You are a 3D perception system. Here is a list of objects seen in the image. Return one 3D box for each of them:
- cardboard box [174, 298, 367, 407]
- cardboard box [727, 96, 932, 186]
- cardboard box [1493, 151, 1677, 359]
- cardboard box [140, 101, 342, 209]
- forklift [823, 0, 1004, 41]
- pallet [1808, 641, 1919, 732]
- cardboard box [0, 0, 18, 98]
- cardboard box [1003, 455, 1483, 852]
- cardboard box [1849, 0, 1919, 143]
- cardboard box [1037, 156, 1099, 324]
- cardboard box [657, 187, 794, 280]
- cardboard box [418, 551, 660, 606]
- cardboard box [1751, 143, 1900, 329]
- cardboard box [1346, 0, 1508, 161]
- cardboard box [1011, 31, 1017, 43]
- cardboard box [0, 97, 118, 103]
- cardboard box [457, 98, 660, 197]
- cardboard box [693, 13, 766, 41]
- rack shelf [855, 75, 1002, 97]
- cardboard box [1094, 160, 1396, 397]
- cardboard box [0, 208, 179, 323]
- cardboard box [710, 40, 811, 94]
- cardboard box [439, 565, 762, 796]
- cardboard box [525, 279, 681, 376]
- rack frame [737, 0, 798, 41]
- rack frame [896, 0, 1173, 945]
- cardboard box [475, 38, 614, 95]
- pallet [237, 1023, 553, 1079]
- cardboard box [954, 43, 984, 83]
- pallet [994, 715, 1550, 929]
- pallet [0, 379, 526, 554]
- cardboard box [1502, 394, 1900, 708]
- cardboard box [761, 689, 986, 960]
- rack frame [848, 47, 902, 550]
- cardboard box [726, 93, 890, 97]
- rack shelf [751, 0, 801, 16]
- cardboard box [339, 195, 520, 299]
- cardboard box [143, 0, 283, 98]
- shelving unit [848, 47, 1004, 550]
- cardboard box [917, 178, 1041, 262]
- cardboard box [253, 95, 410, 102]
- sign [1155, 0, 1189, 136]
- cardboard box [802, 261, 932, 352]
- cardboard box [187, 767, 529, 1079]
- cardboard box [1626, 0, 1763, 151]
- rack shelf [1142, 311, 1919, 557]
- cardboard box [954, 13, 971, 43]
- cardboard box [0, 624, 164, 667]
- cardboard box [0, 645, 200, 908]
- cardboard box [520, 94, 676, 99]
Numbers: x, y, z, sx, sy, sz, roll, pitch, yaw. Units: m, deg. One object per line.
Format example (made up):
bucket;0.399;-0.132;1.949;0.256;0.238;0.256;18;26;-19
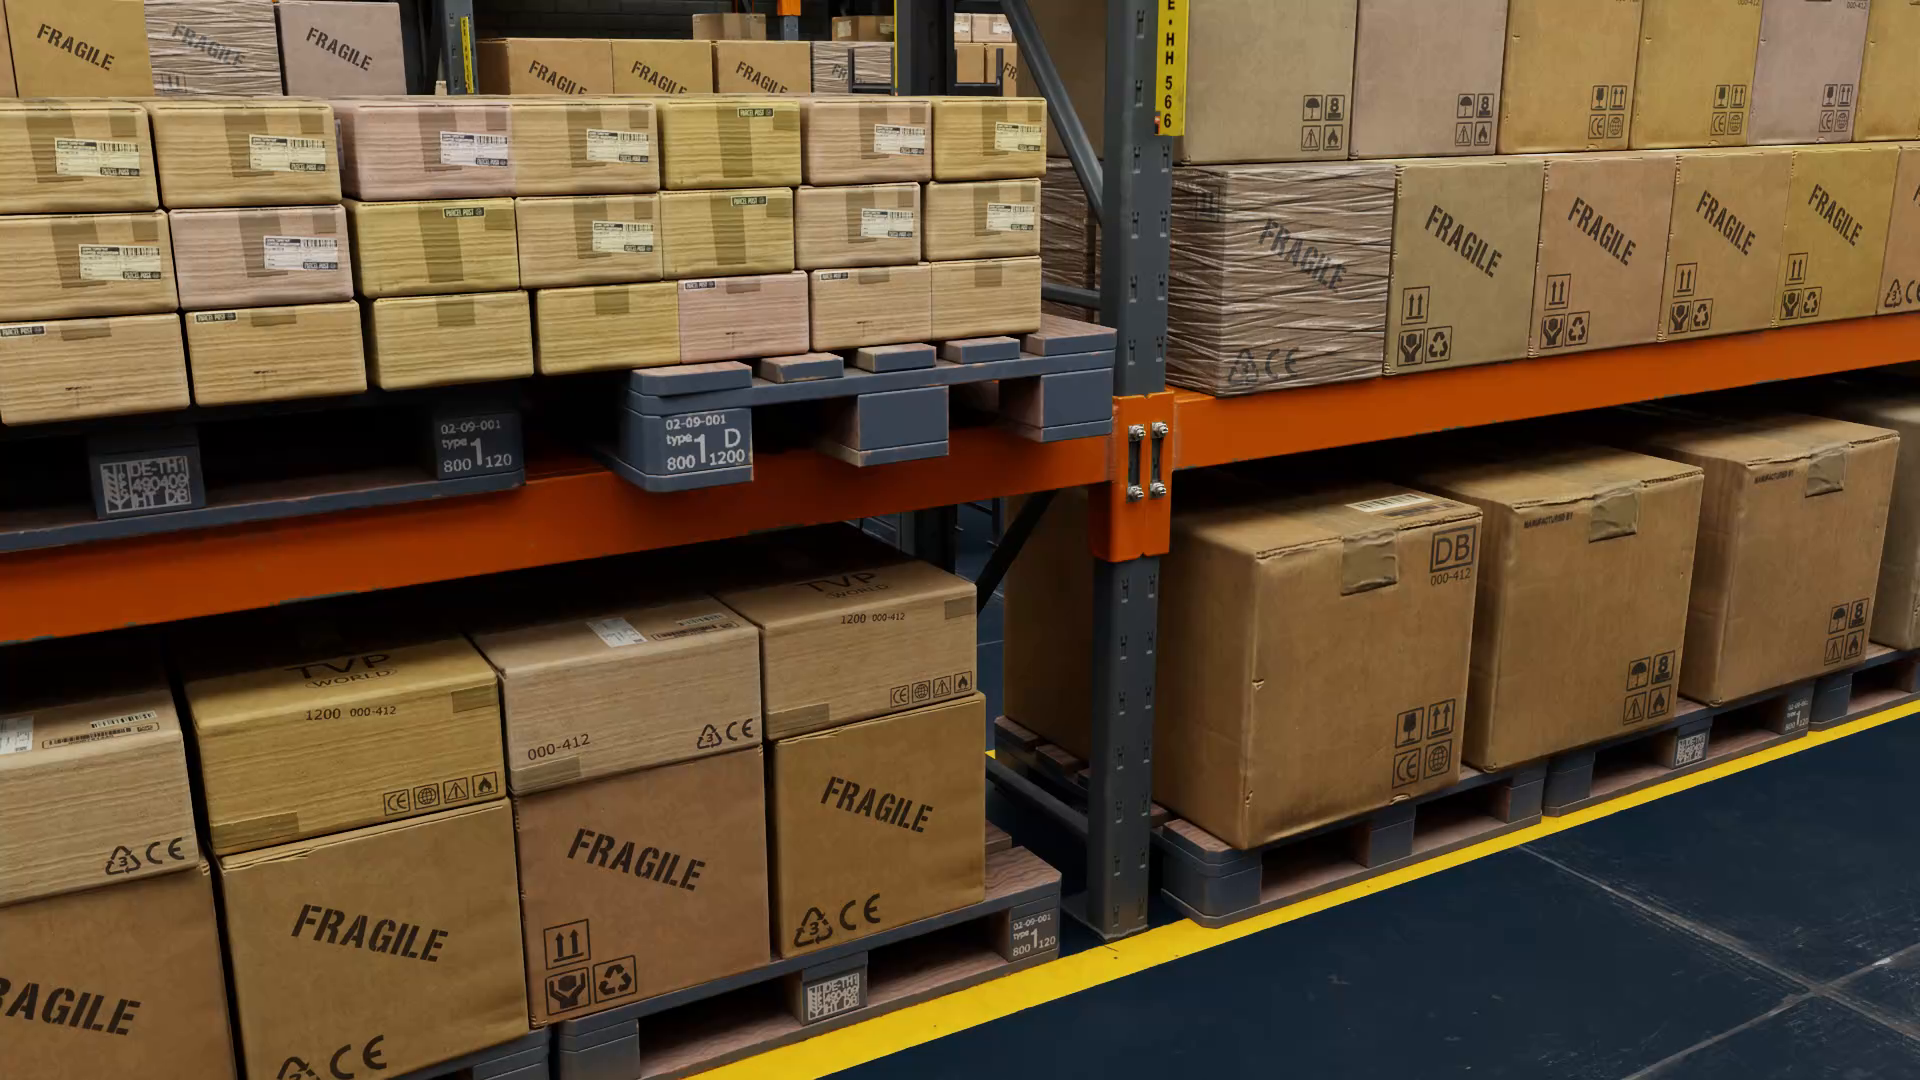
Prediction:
cardboard box;-1.143;-0.332;2.726;0.250;0.149;0.380;-9;18;-28
cardboard box;-0.255;-0.762;3.157;0.250;0.149;0.380;-9;18;-30
cardboard box;1.536;-0.793;4.495;0.500;0.500;0.500;-9;18;-30
cardboard box;-1.148;-0.617;2.640;0.250;0.149;0.380;-8;18;-27
forklift;-0.158;-2.828;12.069;3.031;2.935;1.130;-9;18;-30
pallet;2.952;0.308;5.919;1.213;0.211;1.003;-9;18;-30
cardboard box;-4.101;-1.922;6.672;0.500;0.500;0.500;-10;18;-31
cardboard box;0.714;0.214;4.479;0.750;0.750;1.050;-9;18;-30
cardboard box;2.712;-1.546;5.331;0.500;0.500;0.700;-10;18;-31
cardboard box;0.393;-0.776;4.436;0.500;0.500;0.500;-9;18;-30
cardboard box;-0.496;-0.579;3.054;0.250;0.149;0.380;-9;18;-28
cardboard box;-1.005;0.148;3.790;0.500;0.250;0.500;-9;18;-30
cardboard box;2.398;-0.932;4.994;0.500;0.500;0.500;-9;18;-29
cardboard box;0.968;-1.263;4.322;0.500;0.500;0.700;-10;18;-31
cardboard box;0.353;-3.013;9.884;0.250;0.149;0.380;-9;18;-30
cardboard box;-1.692;-0.735;3.058;0.250;0.149;0.380;-10;18;-30
cardboard box;-0.707;-0.688;2.892;0.250;0.149;0.380;-9;18;-28
cardboard box;-1.233;-2.733;8.886;0.250;0.149;0.380;-10;19;-32
rack shelf;-0.142;-1.649;6.859;0.480;0.518;0.431;-9;18;-30
cardboard box;0.669;-0.651;3.990;0.500;0.500;0.500;-9;18;-29
cardboard box;-1.369;-0.438;2.551;0.250;0.149;0.380;-10;18;-31
cardboard box;-1.091;-2.286;8.495;0.500;0.500;0.500;-9;18;-29
cardboard box;-0.733;0.266;3.369;0.500;0.250;0.500;-9;18;-29
cardboard box;-0.690;-0.406;2.987;0.250;0.149;0.380;-9;18;-30
rack frame;-1.621;-3.438;14.118;0.127;3.000;1.000;-9;18;-30
rack frame;0.145;-0.603;4.004;0.127;3.000;1.000;-9;18;-30
cardboard box;-1.986;-2.137;7.961;0.500;0.500;0.500;-10;18;-31
pallet;-1.570;1.016;3.393;1.213;0.211;1.003;-9;18;-30
cardboard box;-0.209;-2.427;8.997;0.500;0.500;0.500;-9;18;-28
pallet;0.860;0.647;4.709;1.213;0.211;1.003;-9;18;-30
pallet;-1.530;-0.226;3.015;1.213;0.211;1.003;-9;18;-30
cardboard box;2.260;-0.038;5.377;0.750;0.750;1.050;-9;18;-30
cardboard box;-0.284;0.550;3.743;0.500;0.500;0.500;-9;18;-30
rack frame;-0.351;-0.954;6.923;0.015;2.100;0.400;-9;18;-30
cardboard box;-0.354;-0.951;3.830;0.250;0.149;0.380;-9;18;-30
rack shelf;0.093;-4.814;14.802;4.000;0.370;1.077;-9;18;-30
cardboard box;-0.925;-0.510;2.809;0.250;0.149;0.380;-9;18;-30
cardboard box;-3.235;-2.058;7.158;0.500;0.500;0.500;-9;18;-29
shelving unit;-0.142;-0.988;7.044;0.503;2.100;0.431;-9;18;-30
cardboard box;-0.044;-0.654;3.320;0.250;0.149;0.380;-9;18;-29
cardboard box;-1.250;-0.806;3.312;0.250;0.149;0.380;-8;18;-27
sign;0.433;-0.998;3.415;0.005;0.325;0.100;-9;18;-30
cardboard box;-0.254;-0.475;3.236;0.250;0.149;0.380;-9;18;-30
cardboard box;-1.176;0.699;3.213;0.500;0.500;0.500;-10;19;-32
cardboard box;1.845;-1.406;4.832;0.500;0.500;0.700;-9;18;-30
rack shelf;1.860;-0.535;5.093;4.000;0.370;1.077;-9;18;-30
cardboard box;-0.148;-2.738;8.902;0.250;0.149;0.380;-10;19;-32
cardboard box;-1.882;0.286;3.296;0.500;0.250;0.500;-10;19;-32
cardboard box;-1.619;0.407;2.864;0.500;0.250;0.500;-8;18;-28
cardboard box;-0.792;-0.880;3.578;0.250;0.149;0.380;-9;18;-30
